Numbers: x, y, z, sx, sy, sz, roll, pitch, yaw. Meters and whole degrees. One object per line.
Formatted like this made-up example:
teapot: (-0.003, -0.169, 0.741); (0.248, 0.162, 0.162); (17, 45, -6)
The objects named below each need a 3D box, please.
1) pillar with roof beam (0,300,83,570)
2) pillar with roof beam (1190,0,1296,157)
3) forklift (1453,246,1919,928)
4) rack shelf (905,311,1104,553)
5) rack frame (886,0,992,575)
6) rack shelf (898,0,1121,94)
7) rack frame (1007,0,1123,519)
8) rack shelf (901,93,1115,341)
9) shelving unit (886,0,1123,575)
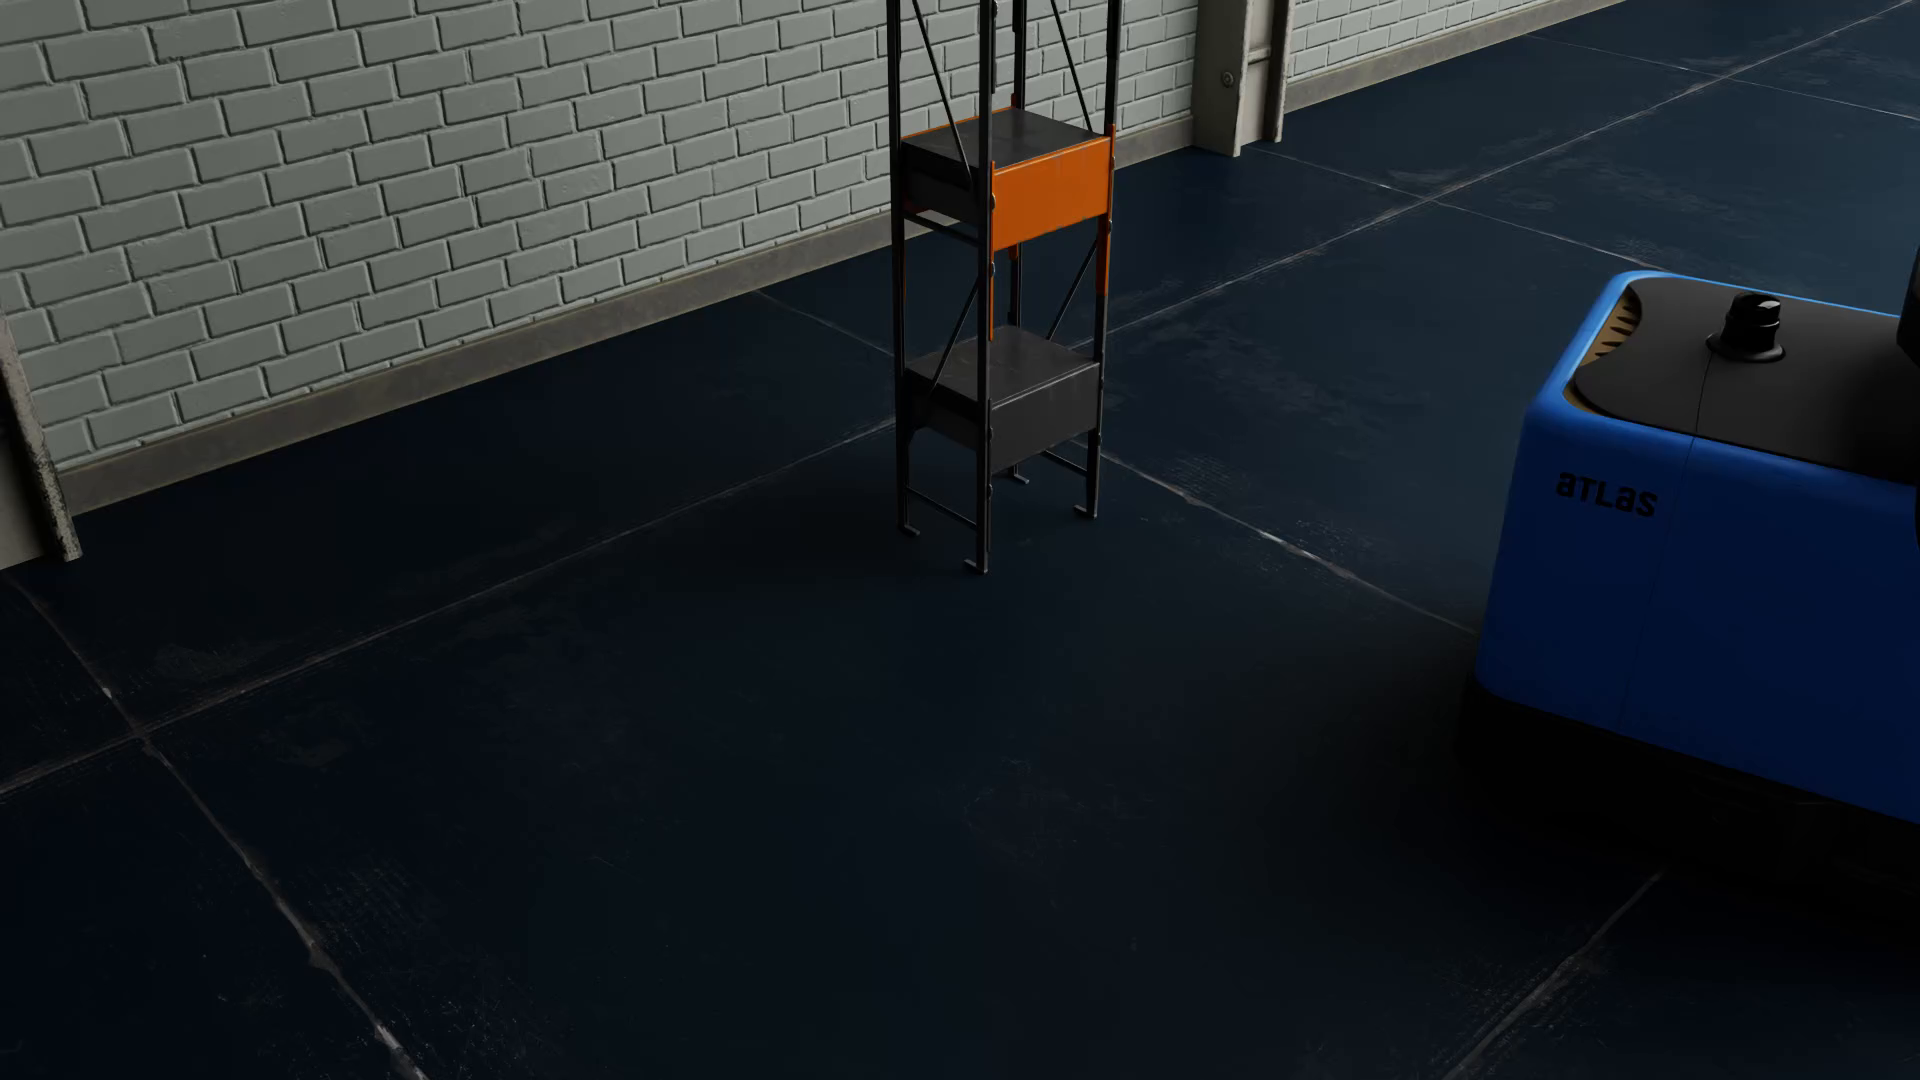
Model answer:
pillar with roof beam: (-0.048, -2.132, 0.110); (0.400, 9.000, 9.100); (-26, 40, -35)
pillar with roof beam: (4.352, -4.260, 3.591); (0.400, 9.000, 9.100); (-26, 40, -35)
forklift: (2.787, -0.460, 3.193); (3.031, 2.935, 1.130); (17, 35, 25)
rack shelf: (0.121, -0.346, 5.171); (0.480, 0.518, 0.431); (-26, 40, -35)
rack frame: (-0.058, -0.868, 4.657); (0.015, 2.100, 0.400); (-26, 40, -35)
rack shelf: (0.121, -1.540, 4.440); (0.480, 0.518, 0.431); (-26, 40, -35)
rack frame: (0.300, -1.041, 4.940); (0.015, 2.100, 0.400); (-26, 40, -35)
rack shelf: (0.121, -0.943, 4.805); (0.480, 0.518, 0.431); (-26, 40, -35)
shelving unit: (0.121, -0.955, 4.798); (0.503, 2.100, 0.431); (-26, 40, -35)
